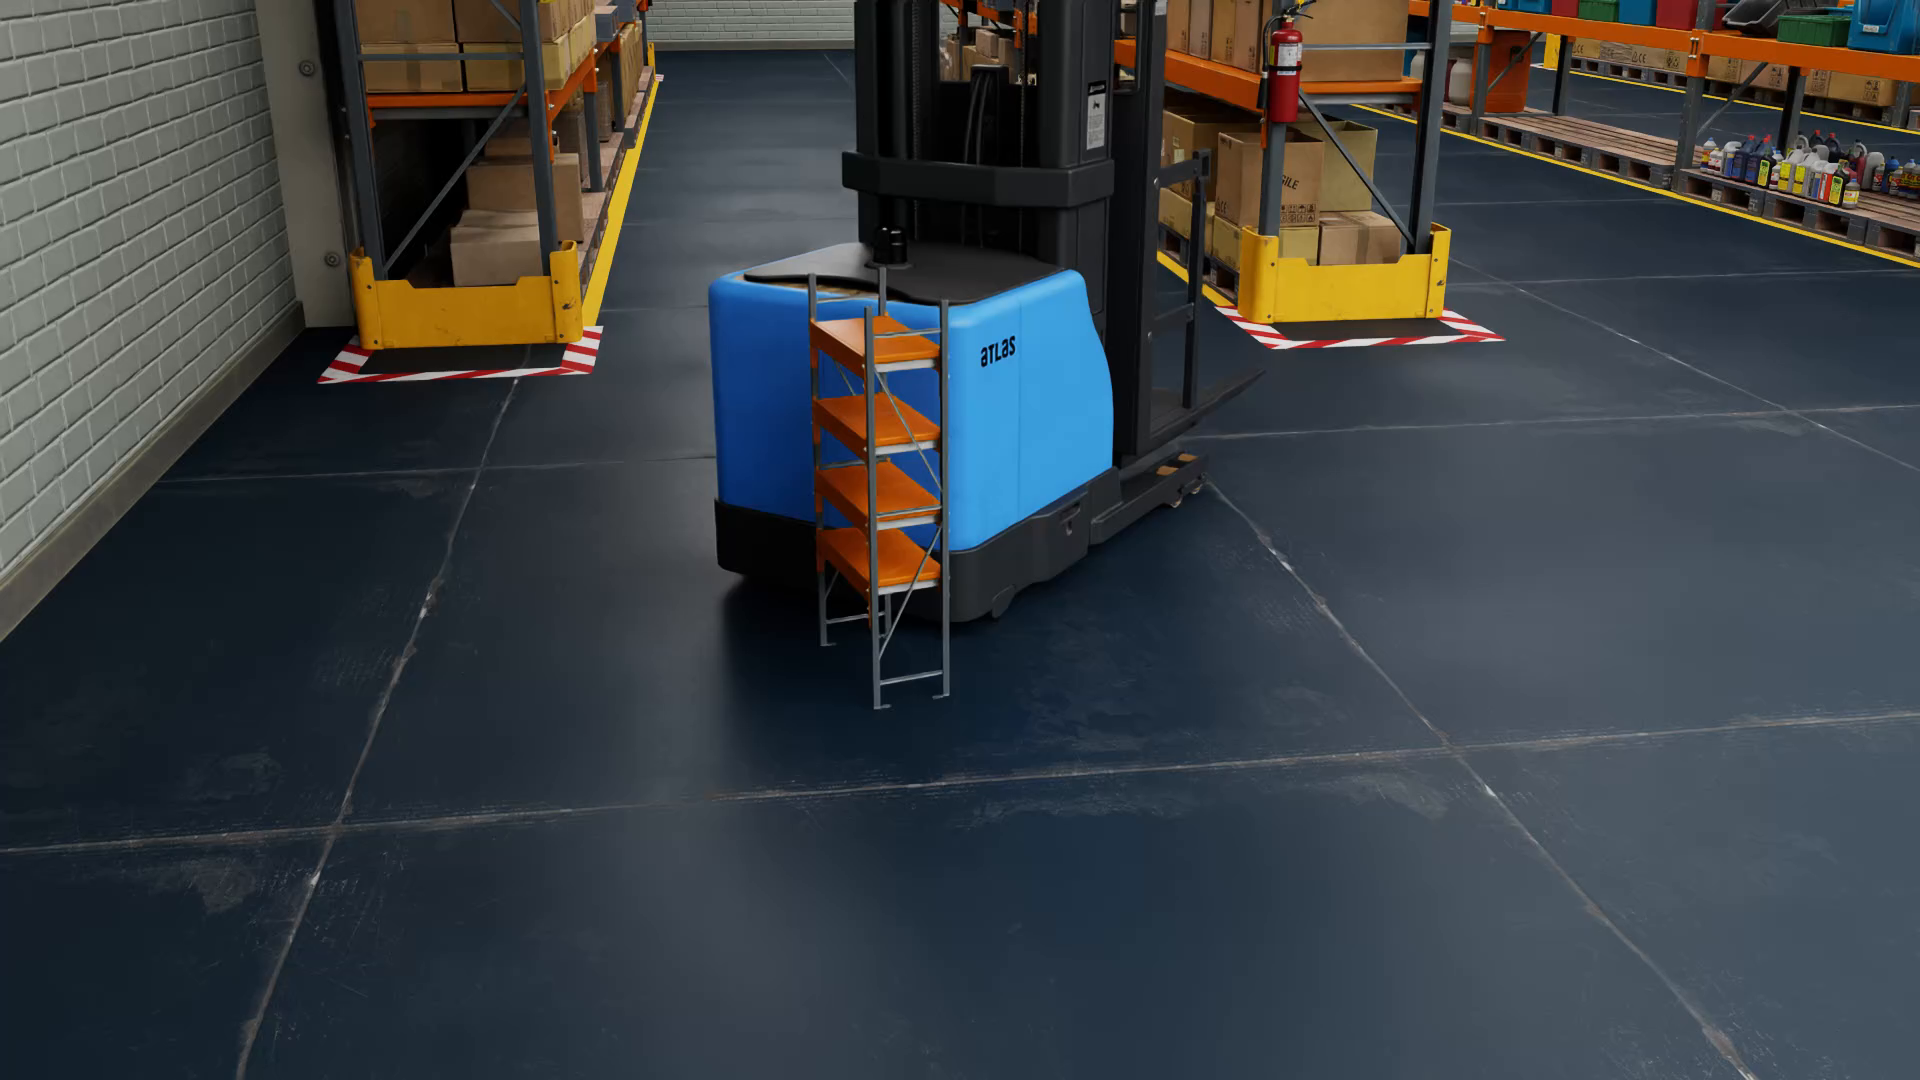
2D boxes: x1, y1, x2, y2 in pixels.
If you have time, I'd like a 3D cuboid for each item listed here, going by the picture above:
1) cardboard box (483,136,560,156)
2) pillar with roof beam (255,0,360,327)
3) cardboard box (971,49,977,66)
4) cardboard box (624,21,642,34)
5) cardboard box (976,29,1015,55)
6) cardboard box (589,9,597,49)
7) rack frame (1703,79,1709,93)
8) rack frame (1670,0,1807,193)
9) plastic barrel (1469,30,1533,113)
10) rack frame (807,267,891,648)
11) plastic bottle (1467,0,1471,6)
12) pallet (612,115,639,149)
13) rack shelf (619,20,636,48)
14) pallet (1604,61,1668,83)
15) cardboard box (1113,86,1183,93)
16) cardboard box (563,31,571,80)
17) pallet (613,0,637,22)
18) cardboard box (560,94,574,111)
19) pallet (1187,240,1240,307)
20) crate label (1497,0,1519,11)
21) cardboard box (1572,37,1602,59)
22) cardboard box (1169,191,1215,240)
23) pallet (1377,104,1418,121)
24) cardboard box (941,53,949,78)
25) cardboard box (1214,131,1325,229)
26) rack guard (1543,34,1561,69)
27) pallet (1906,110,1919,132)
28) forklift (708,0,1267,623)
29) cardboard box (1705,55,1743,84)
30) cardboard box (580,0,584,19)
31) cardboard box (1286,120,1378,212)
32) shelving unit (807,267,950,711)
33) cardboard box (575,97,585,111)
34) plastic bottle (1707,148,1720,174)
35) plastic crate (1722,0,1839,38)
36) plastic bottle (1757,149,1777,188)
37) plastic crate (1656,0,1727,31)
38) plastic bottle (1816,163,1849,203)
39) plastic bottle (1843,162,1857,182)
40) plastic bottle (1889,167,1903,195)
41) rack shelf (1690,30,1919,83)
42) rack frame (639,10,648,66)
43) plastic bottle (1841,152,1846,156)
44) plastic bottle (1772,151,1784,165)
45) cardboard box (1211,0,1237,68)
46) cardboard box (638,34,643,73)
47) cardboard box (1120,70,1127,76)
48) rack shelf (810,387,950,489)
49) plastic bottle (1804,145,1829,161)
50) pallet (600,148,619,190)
[{"bbox_3d":[-3.062,-2.554,11.710,0.500,0.500,0.500,-4,21,-12],"label":"cardboard box"},{"bbox_3d":[0.628,-5.717,8.662,9.100,9.000,0.400,-3,21,-8],"label":"pillar with roof beam"},{"bbox_3d":[0.413,-5.568,19.781,0.500,0.500,0.500,-3,21,-7],"label":"cardboard box"},{"bbox_3d":[-4.545,-6.999,22.714,0.380,0.149,0.250,-2,21,-6],"label":"cardboard box"},{"bbox_3d":[0.469,-5.757,19.216,0.500,0.250,0.500,-3,21,-8],"label":"cardboard box"},{"bbox_3d":[-2.883,-3.666,11.931,0.500,0.250,0.500,-3,21,-8],"label":"cardboard box"},{"bbox_3d":[10.300,-7.395,21.729,1.000,3.000,0.127,-3,21,-8],"label":"rack frame"},{"bbox_3d":[6.552,-4.376,13.644,1.000,3.000,0.127,-3,21,-8],"label":"rack frame"},{"bbox_3d":[5.888,-5.109,18.110,0.600,0.830,0.708,-3,21,-8],"label":"plastic barrel"},{"bbox_3d":[-0.335,-0.237,5.135,0.240,1.200,0.015,-8,22,-21],"label":"rack frame"},{"bbox_3d":[5.496,-5.827,17.814,0.097,0.201,0.097,0,20,0],"label":"plastic bottle"},{"bbox_3d":[-3.867,-4.231,17.243,1.003,0.211,1.213,-3,21,-8],"label":"pallet"},{"bbox_3d":[-4.117,-5.616,17.994,1.077,0.370,4.000,-3,21,-8],"label":"rack shelf"},{"bbox_3d":[10.089,-6.779,24.066,1.003,0.211,1.213,-3,21,-8],"label":"pallet"},{"bbox_3d":[1.407,-3.211,12.783,0.500,0.500,0.500,-3,21,-8],"label":"cardboard box"},{"bbox_3d":[-2.520,-2.794,9.596,0.500,0.250,0.500,-4,21,-9],"label":"cardboard box"},{"bbox_3d":[-3.620,-4.930,15.402,1.213,0.211,1.003,-3,21,-8],"label":"pallet"},{"bbox_3d":[-3.441,-3.669,13.623,0.500,0.250,0.500,-3,21,-9],"label":"cardboard box"},{"bbox_3d":[2.075,-1.698,10.462,1.003,0.211,1.213,-3,21,-8],"label":"pallet"},{"bbox_3d":[5.665,-5.517,16.940,0.303,0.233,0.416,-3,21,-8],"label":"crate label"},{"bbox_3d":[9.895,-7.764,25.153,0.875,0.875,0.875,-3,21,-8],"label":"cardboard box"},{"bbox_3d":[1.699,-2.167,11.061,0.500,0.250,0.500,-3,21,-8],"label":"cardboard box"},{"bbox_3d":[5.648,-5.146,19.694,1.003,0.211,1.213,-3,21,-8],"label":"pallet"},{"bbox_3d":[0.026,-6.286,21.973,0.500,0.311,0.500,-3,21,-8],"label":"cardboard box"},{"bbox_3d":[1.855,-2.173,10.004,0.500,0.500,0.500,-3,21,-8],"label":"cardboard box"},{"bbox_3d":[9.720,-7.617,25.897,1.175,0.500,0.348,-3,21,-8],"label":"rack guard"},{"bbox_3d":[10.988,-4.433,17.784,1.003,0.211,1.213,-3,21,-8],"label":"pallet"},{"bbox_3d":[0.351,-1.575,6.243,1.130,2.935,3.031,12,24,29],"label":"forklift"},{"bbox_3d":[10.412,-6.376,21.437,1.225,0.875,0.875,-3,21,-8],"label":"cardboard box"},{"bbox_3d":[-2.738,-3.671,10.871,0.500,0.500,0.500,-4,21,-9],"label":"cardboard box"},{"bbox_3d":[2.295,-2.372,10.537,0.500,0.500,0.500,-3,21,-8],"label":"cardboard box"},{"bbox_3d":[-0.240,-0.158,4.925,0.258,1.200,0.503,-8,22,-21],"label":"shelving unit"},{"bbox_3d":[-3.532,-3.520,14.297,0.700,0.500,0.500,-3,21,-7],"label":"cardboard box"},{"bbox_3d":[6.179,-3.103,13.608,0.097,0.201,0.097,0,20,0],"label":"plastic bottle"},{"bbox_3d":[6.501,-4.159,13.153,0.767,0.338,0.504,-3,21,-8],"label":"plastic crate"},{"bbox_3d":[6.267,-2.884,12.904,0.061,0.283,0.133,-2,21,-5],"label":"plastic bottle"},{"bbox_3d":[6.179,-4.558,14.040,0.402,0.464,0.583,-3,21,-8],"label":"plastic crate"},{"bbox_3d":[6.421,-2.623,12.216,0.152,0.276,0.135,-3,21,-7],"label":"plastic bottle"},{"bbox_3d":[6.526,-2.632,12.230,0.061,0.283,0.133,-3,21,-8],"label":"plastic bottle"},{"bbox_3d":[7.097,-2.717,12.574,0.097,0.201,0.097,0,20,0],"label":"plastic bottle"},{"bbox_3d":[6.840,-3.346,11.916,1.077,0.370,4.000,-3,21,-8],"label":"rack shelf"},{"bbox_3d":[-4.981,-8.031,23.430,1.000,3.000,0.127,-3,21,-8],"label":"rack frame"},{"bbox_3d":[7.022,-2.980,13.161,0.061,0.283,0.133,-2,21,-4],"label":"plastic bottle"},{"bbox_3d":[6.343,-2.889,12.934,0.097,0.271,0.097,0,20,0],"label":"plastic bottle"},{"bbox_3d":[2.025,-3.305,10.635,0.700,0.500,0.500,-3,21,-7],"label":"cardboard box"},{"bbox_3d":[-4.709,-6.646,22.695,0.700,0.500,0.500,-3,21,-8],"label":"cardboard box"},{"bbox_3d":[1.392,-4.514,16.544,0.500,0.311,0.500,-2,21,-6],"label":"cardboard box"},{"bbox_3d":[-0.240,-0.305,4.870,0.258,0.148,0.480,-8,22,-21],"label":"rack shelf"},{"bbox_3d":[6.815,-3.015,13.264,0.152,0.276,0.135,-3,21,-8],"label":"plastic bottle"},{"bbox_3d":[-3.545,-3.262,14.649,1.003,0.211,1.213,-3,21,-8],"label":"pallet"}]
